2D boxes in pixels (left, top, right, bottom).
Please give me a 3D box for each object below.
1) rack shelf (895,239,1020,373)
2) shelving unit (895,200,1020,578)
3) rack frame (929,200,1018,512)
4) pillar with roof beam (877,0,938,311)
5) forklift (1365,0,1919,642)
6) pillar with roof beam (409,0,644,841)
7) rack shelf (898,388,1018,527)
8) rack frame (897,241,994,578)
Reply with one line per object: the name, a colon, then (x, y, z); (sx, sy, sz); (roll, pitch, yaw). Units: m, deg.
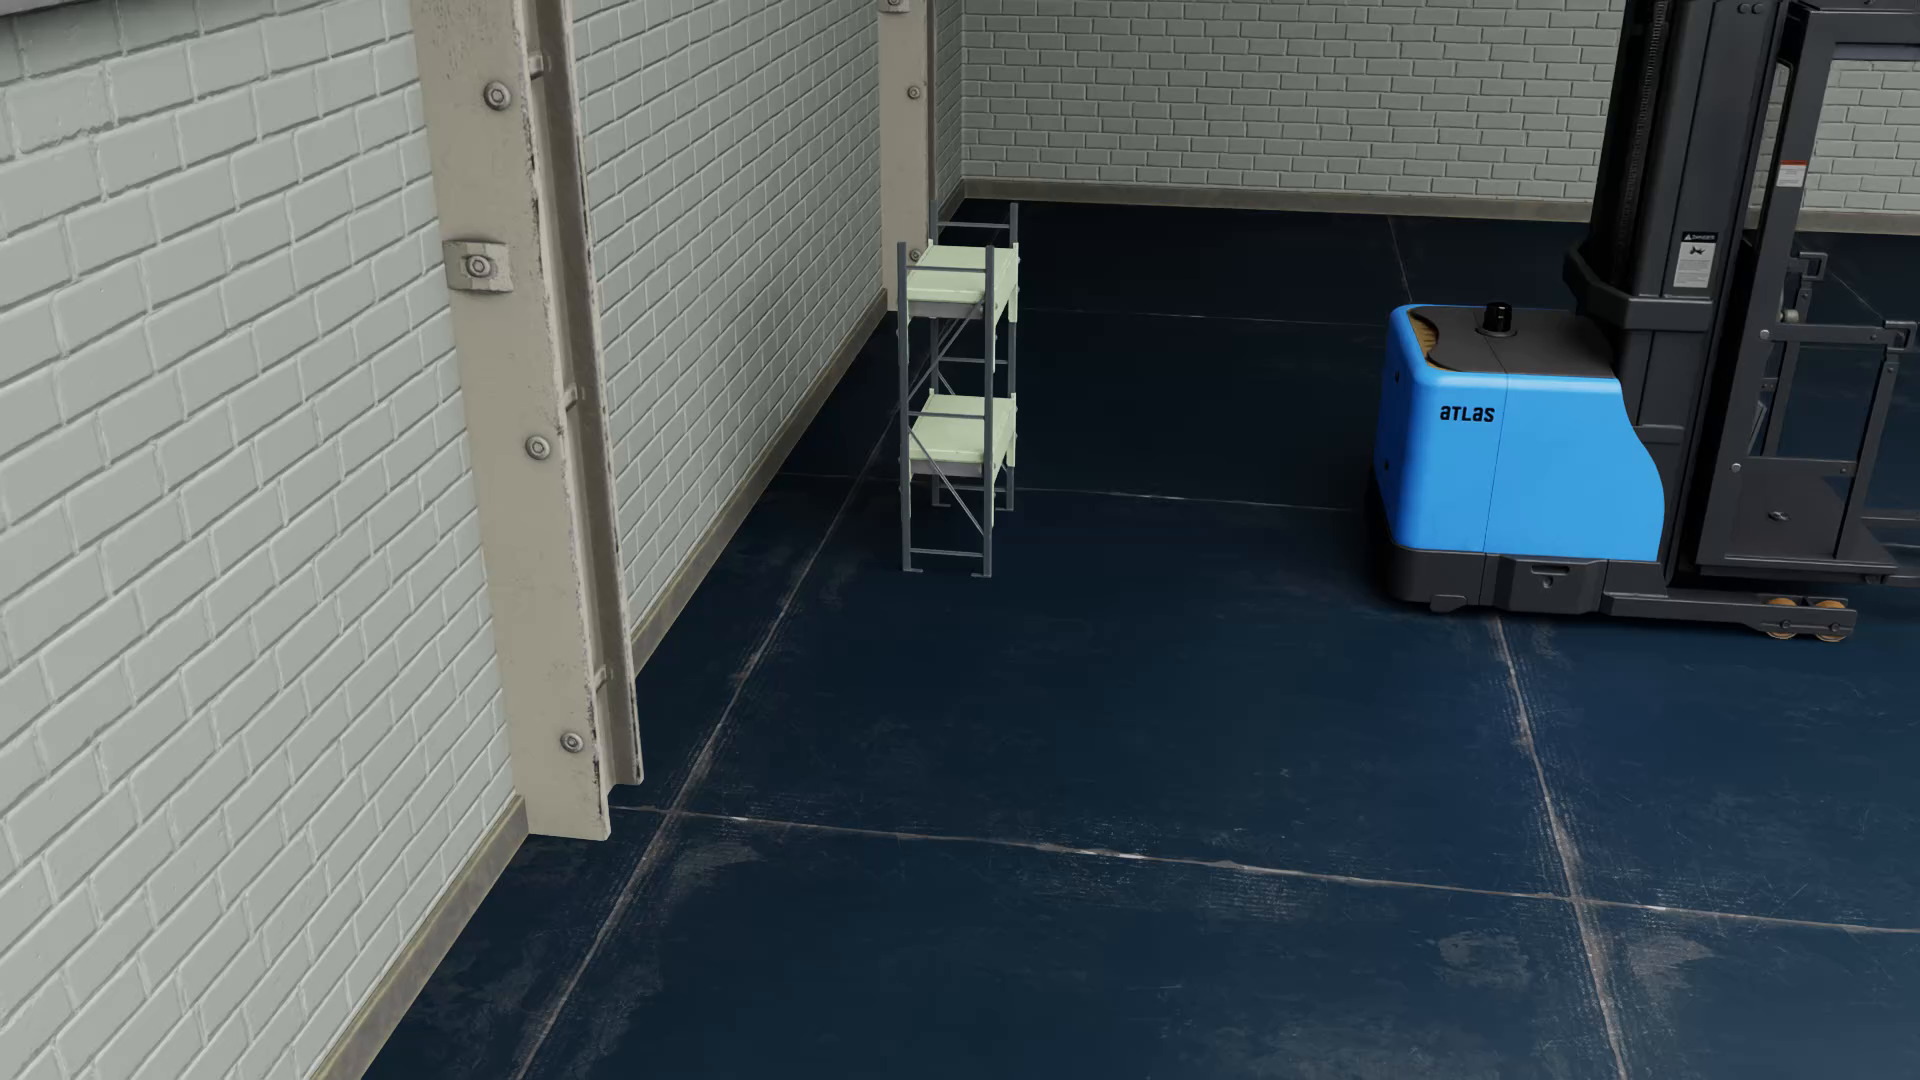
rack shelf: (0.001, -1.036, 7.273); (0.431, 0.370, 0.720); (4, 25, 9)
shelving unit: (0.001, -0.682, 7.438); (0.431, 1.500, 0.755); (4, 25, 9)
rack frame: (0.061, -0.835, 7.765); (0.400, 1.500, 0.023); (4, 25, 9)
pillar with roof beam: (3.917, -5.369, 8.606); (9.100, 9.000, 0.400); (4, 25, 9)
forklift: (3.371, -1.148, 6.745); (3.031, 2.935, 1.130); (3, 25, 6)
pillar with roof beam: (2.936, -2.860, 3.245); (9.100, 9.000, 0.400); (4, 25, 9)
rack shelf: (0.001, -0.387, 7.576); (0.431, 0.370, 0.720); (4, 25, 9)
rack frame: (-0.059, -0.529, 7.111); (0.400, 1.500, 0.023); (4, 25, 9)
